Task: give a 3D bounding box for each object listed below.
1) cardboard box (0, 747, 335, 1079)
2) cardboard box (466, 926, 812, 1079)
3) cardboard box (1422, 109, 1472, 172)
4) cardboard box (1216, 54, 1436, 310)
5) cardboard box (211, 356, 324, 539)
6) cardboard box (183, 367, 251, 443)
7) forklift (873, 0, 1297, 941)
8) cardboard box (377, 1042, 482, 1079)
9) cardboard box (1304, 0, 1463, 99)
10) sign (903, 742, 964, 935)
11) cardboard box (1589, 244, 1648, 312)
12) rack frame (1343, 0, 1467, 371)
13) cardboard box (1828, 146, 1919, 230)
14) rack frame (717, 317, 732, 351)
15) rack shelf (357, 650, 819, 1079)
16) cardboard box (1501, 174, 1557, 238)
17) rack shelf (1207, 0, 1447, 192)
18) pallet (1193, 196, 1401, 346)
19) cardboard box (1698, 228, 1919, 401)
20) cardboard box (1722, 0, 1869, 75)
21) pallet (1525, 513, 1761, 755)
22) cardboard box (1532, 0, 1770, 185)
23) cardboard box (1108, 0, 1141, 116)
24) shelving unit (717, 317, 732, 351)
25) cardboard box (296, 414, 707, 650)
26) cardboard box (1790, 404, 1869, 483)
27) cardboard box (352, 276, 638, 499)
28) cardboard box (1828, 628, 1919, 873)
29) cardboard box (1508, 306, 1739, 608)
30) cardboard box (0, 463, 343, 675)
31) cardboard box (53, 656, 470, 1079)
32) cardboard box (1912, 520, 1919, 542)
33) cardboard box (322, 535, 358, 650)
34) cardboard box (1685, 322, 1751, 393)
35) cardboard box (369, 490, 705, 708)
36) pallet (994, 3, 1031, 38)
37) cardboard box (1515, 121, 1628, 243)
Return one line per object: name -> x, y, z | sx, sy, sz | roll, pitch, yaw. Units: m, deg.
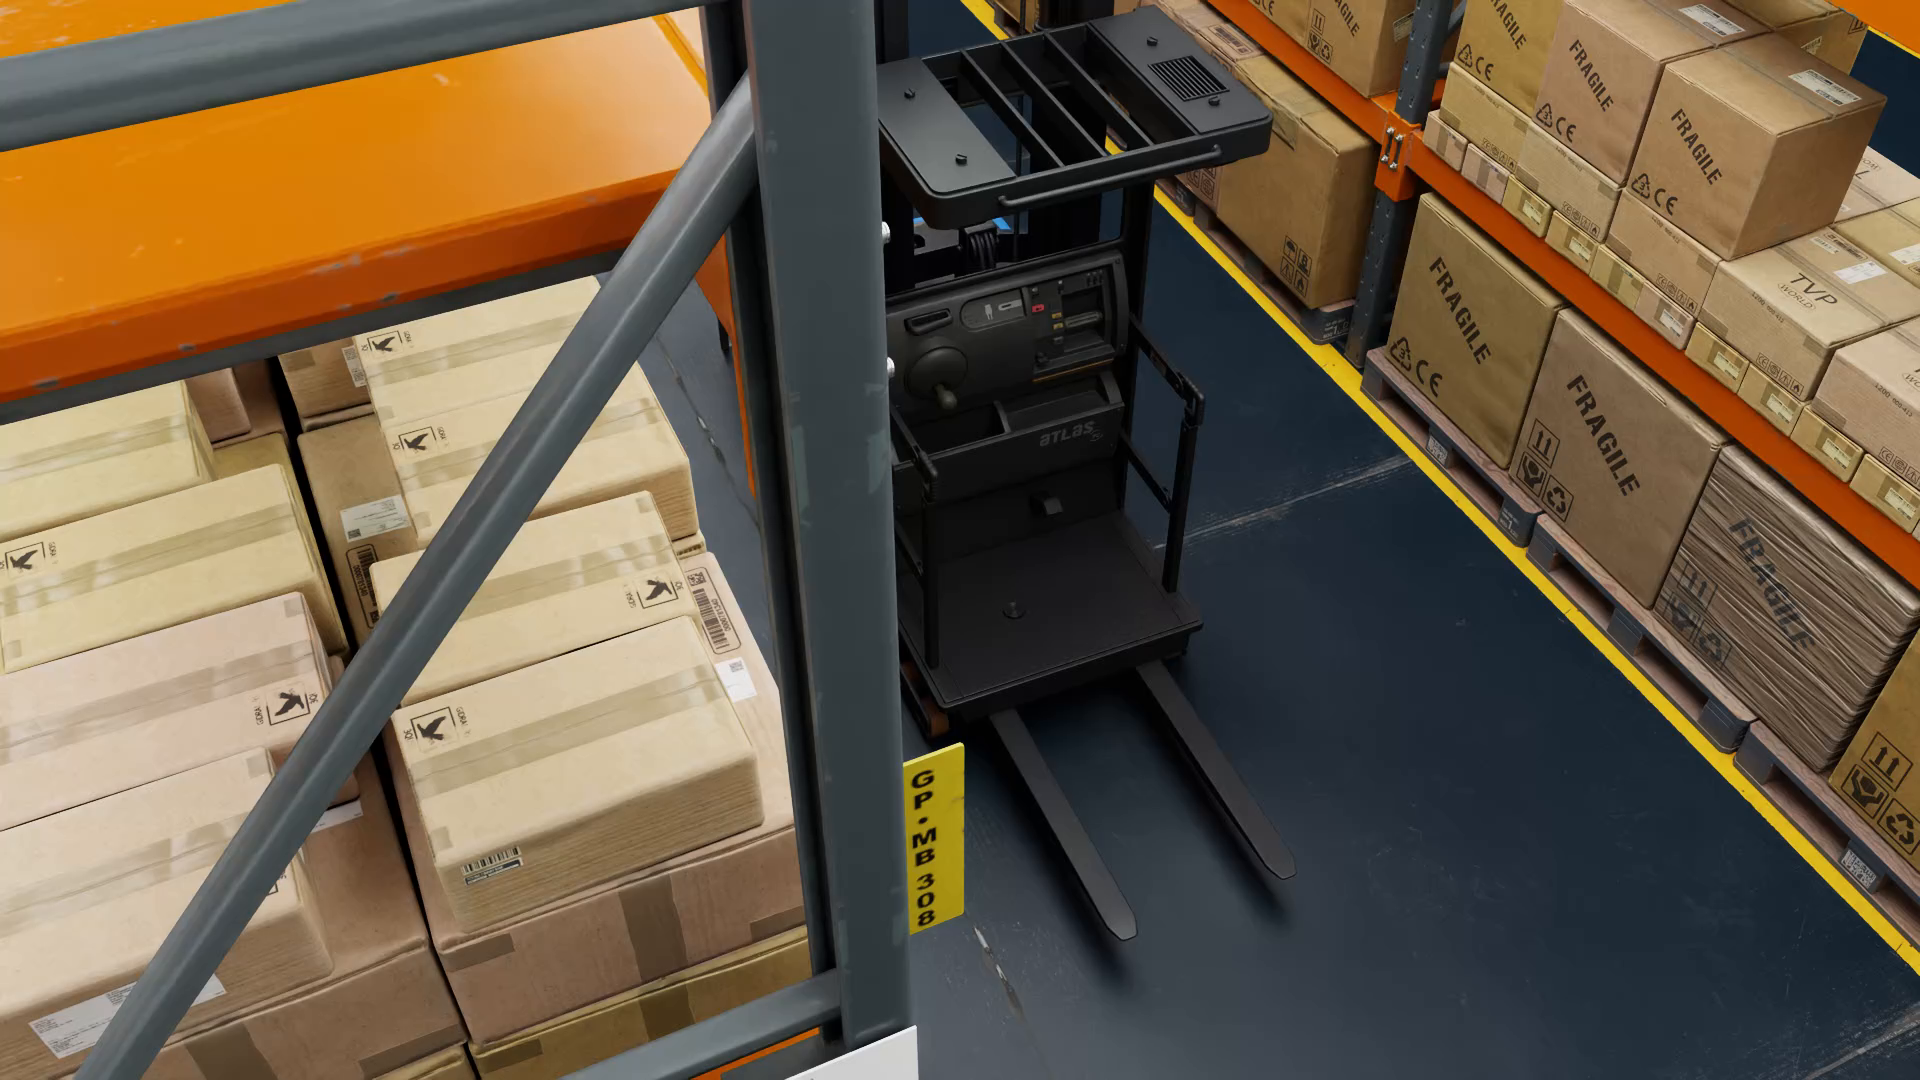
cardboard box -> -0.940, 0.427, 1.882 | 0.380, 0.149, 0.250 | -18, 48, -18
cardboard box -> -0.491, 0.510, 2.437 | 0.500, 0.250, 0.500 | -16, 47, -16
cardboard box -> 2.149, -1.687, 6.872 | 0.380, 0.149, 0.250 | -18, 47, -17
cardboard box -> 2.040, -1.858, 8.080 | 1.225, 0.875, 0.875 | -18, 47, -17
cardboard box -> -1.388, -0.177, 2.778 | 0.500, 0.250, 0.500 | -17, 47, -17
cardboard box -> -1.325, -0.238, 2.556 | 0.380, 0.149, 0.250 | -19, 48, -18
forklift -> 0.247, -0.636, 5.677 | 1.130, 2.935, 3.031 | -17, 47, -16
cardboard box -> -0.965, 0.660, 2.285 | 0.500, 0.250, 0.500 | -19, 48, -18
cardboard box -> 1.882, -2.316, 7.259 | 0.500, 0.500, 0.500 | -18, 47, -17
sign -> -0.042, 0.347, 1.873 | 0.100, 0.325, 0.005 | -18, 47, -17
cardboard box -> 2.591, -1.022, 6.198 | 0.380, 0.149, 0.250 | -19, 48, -18
rack frame -> 2.327, -2.063, 7.074 | 1.000, 3.000, 0.127 | -18, 47, -17
cardboard box -> 3.185, -1.257, 6.153 | 0.500, 0.250, 0.500 | -17, 47, -17
rack frame -> -0.987, -1.536, 7.608 | 0.400, 1.500, 0.023 | -26, 50, -24
rack shelf -> -1.375, -0.200, 3.562 | 1.077, 0.370, 4.000 | -18, 47, -17
cardboard box -> 2.371, -1.352, 6.532 | 0.380, 0.149, 0.250 | -17, 47, -16
rack shelf -> 1.486, -3.082, 8.618 | 1.077, 0.370, 4.000 | -18, 47, -17
pallet -> 1.934, -1.540, 8.529 | 1.003, 0.211, 1.213 | -18, 47, -17
cardboard box -> 2.914, -0.775, 5.664 | 0.500, 0.250, 0.500 | -18, 47, -17
cardboard box -> 2.970, -1.848, 6.217 | 0.500, 0.500, 0.500 | -18, 47, -17
pallet -> 3.092, 0.216, 6.750 | 1.003, 0.211, 1.213 | -18, 47, -17
cardboard box -> 2.496, -1.686, 6.053 | 0.500, 0.500, 0.500 | -18, 47, -17
cardboard box -> 1.284, -2.989, 9.226 | 1.225, 0.875, 0.875 | -18, 47, -17
shelving unit -> -0.780, -1.324, 7.393 | 0.431, 1.500, 0.755 | -26, 50, -24
cardboard box -> -0.703, 0.005, 2.593 | 0.500, 0.250, 0.500 | -19, 48, -18
cardboard box -> 3.020, -0.370, 5.537 | 0.380, 0.149, 0.250 | -18, 47, -17
cardboard box -> -0.704, -0.239, 2.557 | 0.380, 0.149, 0.250 | -17, 47, -17
cardboard box -> 3.667, 0.709, 5.479 | 0.875, 0.875, 0.875 | -18, 47, -17
cardboard box -> 2.910, -0.439, 6.641 | 0.875, 0.875, 0.875 | -18, 47, -17
cardboard box -> -1.064, 0.078, 2.236 | 0.380, 0.149, 0.250 | -19, 48, -19
cardboard box -> -0.959, 0.476, 2.116 | 0.500, 0.250, 0.500 | -19, 48, -19
cardboard box -> 3.240, -0.040, 5.202 | 0.380, 0.149, 0.250 | -17, 47, -17
cardboard box -> -1.383, 0.017, 2.937 | 0.500, 0.250, 0.500 | -16, 47, -16
cardboard box -> 2.806, -0.694, 5.865 | 0.380, 0.149, 0.250 | -19, 48, -19
cardboard box -> -0.555, 0.111, 2.202 | 0.380, 0.149, 0.250 | -16, 47, -16
pallet -> 0.908, -3.095, 10.105 | 1.003, 0.211, 1.213 | -18, 47, -17
cardboard box -> 2.491, -1.420, 6.318 | 0.500, 0.250, 0.500 | -18, 47, -18
